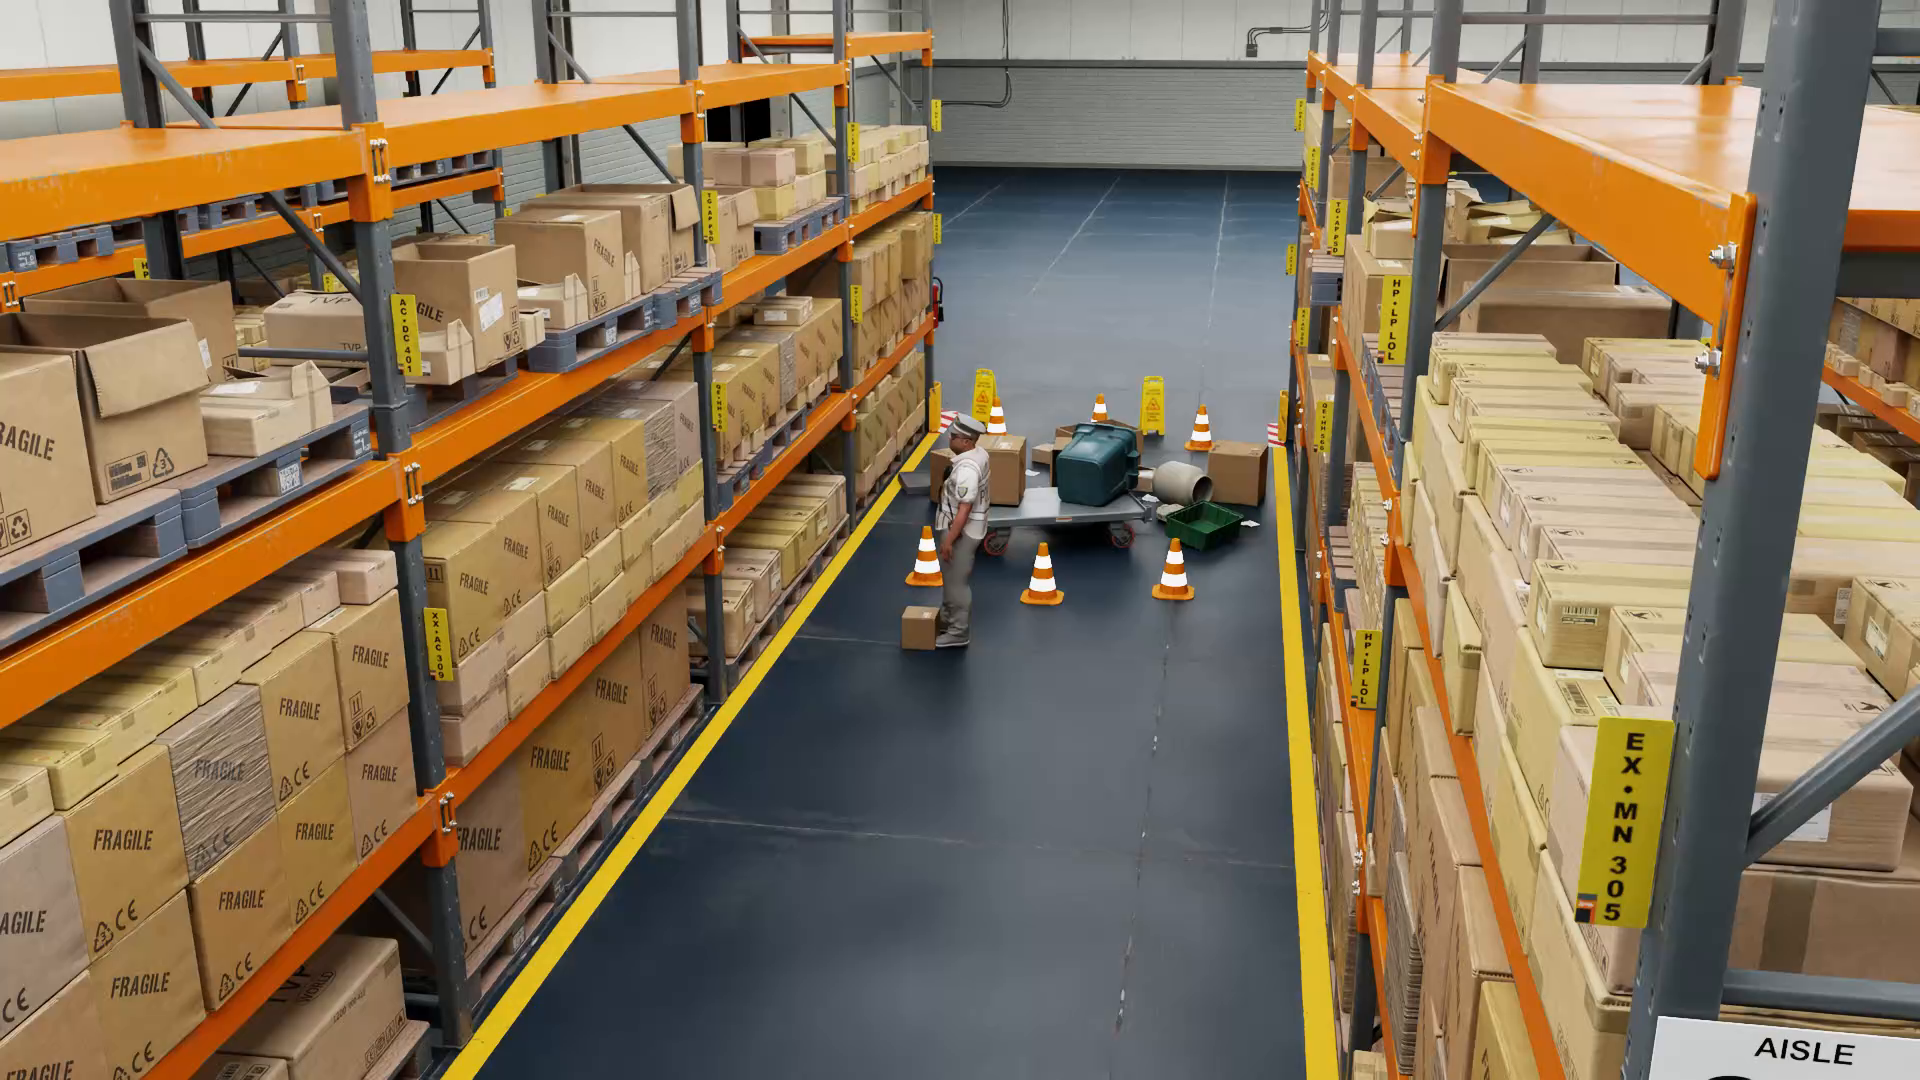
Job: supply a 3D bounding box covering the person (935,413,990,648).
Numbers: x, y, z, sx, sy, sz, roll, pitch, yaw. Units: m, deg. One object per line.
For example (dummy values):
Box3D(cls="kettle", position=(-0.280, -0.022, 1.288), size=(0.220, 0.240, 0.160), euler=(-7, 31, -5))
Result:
Box3D(cls="person", position=(-0.075, -0.077, 12.203), size=(0.574, 1.780, 0.640), euler=(3, 18, 9))
